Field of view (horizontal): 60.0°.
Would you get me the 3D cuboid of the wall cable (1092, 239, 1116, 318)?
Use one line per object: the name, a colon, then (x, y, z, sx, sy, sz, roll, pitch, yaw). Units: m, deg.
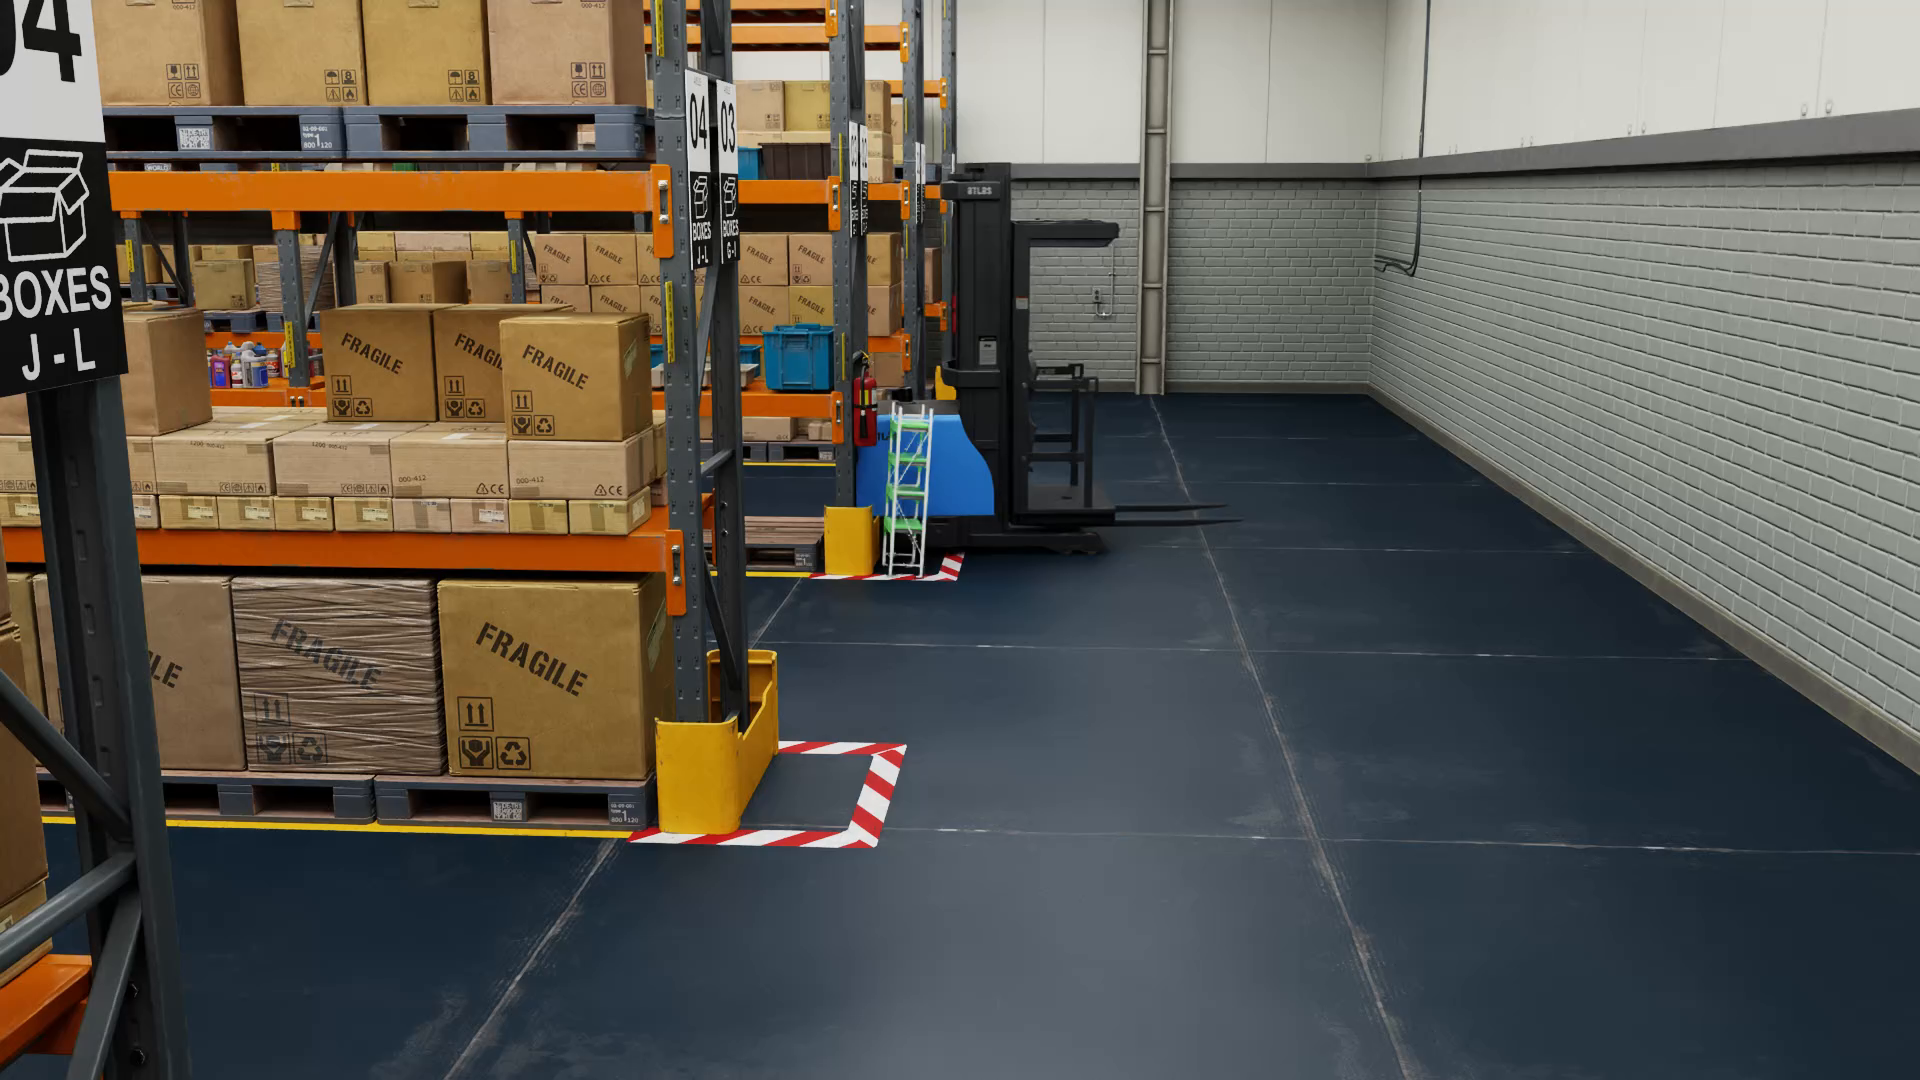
wall cable: (1.203, -4.025, 22.701, 1.851, 1.984, 0.084, 1, 12, 4)

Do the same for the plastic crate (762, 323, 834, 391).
plastic crate: (-1.146, -1.341, 12.120, 0.499, 0.435, 0.616, 1, 12, 4)

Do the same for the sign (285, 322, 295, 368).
sign: (-4.829, -1.406, 11.986, 0.005, 0.325, 0.100, 1, 12, 4)

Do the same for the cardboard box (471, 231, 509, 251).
cardboard box: (-6.139, -3.955, 21.997, 0.500, 0.250, 0.500, 1, 12, 3)

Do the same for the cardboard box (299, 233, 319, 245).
cardboard box: (-8.788, -4.043, 22.367, 0.250, 0.149, 0.380, -1, 12, -6)

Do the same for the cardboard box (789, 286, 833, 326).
cardboard box: (-1.448, -2.346, 16.911, 0.500, 0.500, 0.500, 1, 12, 4)

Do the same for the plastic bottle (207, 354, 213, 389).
plastic bottle: (-5.570, -1.266, 12.298, 0.135, 0.276, 0.152, 1, 12, 4)

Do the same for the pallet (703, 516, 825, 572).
pallet: (-1.620, 0.018, 12.667, 1.213, 0.211, 1.003, 1, 12, 4)

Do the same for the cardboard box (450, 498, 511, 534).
cardboard box: (-2.019, -0.138, 7.213, 0.250, 0.149, 0.380, 1, 12, 4)

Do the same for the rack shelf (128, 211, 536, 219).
rack shelf: (-6.451, -3.538, 17.286, 4.000, 0.370, 1.077, 1, 12, 4)

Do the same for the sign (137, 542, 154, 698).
sign: (-1.527, 0.161, 3.057, 0.005, 0.325, 0.100, 1, 12, 4)

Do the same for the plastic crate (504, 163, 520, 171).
plastic crate: (-3.496, -2.782, 12.560, 0.466, 0.136, 0.293, 1, 12, 4)

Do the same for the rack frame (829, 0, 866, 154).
rack frame: (-0.799, -4.264, 11.676, 0.127, 3.000, 1.000, 1, 12, 4)

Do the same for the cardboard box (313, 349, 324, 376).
cardboard box: (-8.841, -2.452, 22.696, 0.500, 0.500, 0.700, 1, 12, 5)

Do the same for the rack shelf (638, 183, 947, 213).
rack shelf: (-2.133, -4.495, 21.863, 4.000, 0.370, 1.077, 1, 12, 4)

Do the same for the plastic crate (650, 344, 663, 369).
plastic crate: (-2.337, -1.364, 12.725, 0.300, 0.233, 0.416, 1, 12, 4)

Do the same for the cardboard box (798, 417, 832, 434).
cardboard box: (-1.487, -1.281, 17.709, 0.500, 0.250, 0.500, 1, 12, 4)

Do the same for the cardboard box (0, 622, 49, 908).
cardboard box: (-1.992, 0.439, 2.874, 0.500, 0.500, 0.500, 1, 12, 6)

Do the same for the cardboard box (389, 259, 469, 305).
cardboard box: (-5.604, -2.698, 17.568, 0.500, 0.500, 0.700, 3, 12, 13)

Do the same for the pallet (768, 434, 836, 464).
pallet: (-1.336, -0.986, 17.469, 1.213, 0.211, 1.003, 1, 12, 4)

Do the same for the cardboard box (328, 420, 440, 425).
cardboard box: (-2.611, -0.463, 7.797, 0.500, 0.250, 0.500, 0, 12, 2)

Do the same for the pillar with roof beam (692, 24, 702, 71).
pillar with roof beam: (-3.660, -5.631, 18.207, 0.400, 9.000, 9.100, 1, 12, 4)

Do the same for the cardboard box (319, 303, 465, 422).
cardboard box: (-2.607, -0.830, 7.717, 0.500, 0.500, 0.500, 0, 12, 2)

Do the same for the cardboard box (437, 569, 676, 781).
cardboard box: (-1.774, 0.526, 7.591, 0.875, 0.875, 0.875, 1, 12, 4)

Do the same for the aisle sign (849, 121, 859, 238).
aisle sign: (-0.747, -2.539, 11.733, 0.004, 0.787, 0.394, 1, 12, 4)

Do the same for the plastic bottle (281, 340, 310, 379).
plastic bottle: (-5.160, -1.430, 12.899, 0.185, 0.351, 0.144, 1, 12, 4)

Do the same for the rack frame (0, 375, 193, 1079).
rack frame: (-1.563, 0.696, 2.615, 0.127, 3.000, 1.000, 1, 12, 4)

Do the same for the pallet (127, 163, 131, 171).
pallet: (-6.711, -2.764, 12.291, 1.213, 0.211, 1.003, 1, 12, 4)

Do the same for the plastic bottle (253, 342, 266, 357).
plastic bottle: (-5.474, -1.413, 13.010, 0.097, 0.271, 0.097, 0, 12, 0)

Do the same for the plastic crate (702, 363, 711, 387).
plastic crate: (-1.913, -1.209, 12.220, 0.243, 0.136, 0.396, 1, 12, 4)

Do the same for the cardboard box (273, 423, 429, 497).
cardboard box: (-2.646, -0.355, 7.277, 0.500, 0.250, 0.500, 0, 12, 2)

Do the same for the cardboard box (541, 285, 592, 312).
cardboard box: (-3.965, -2.381, 17.079, 0.500, 0.500, 0.500, 1, 12, 5)

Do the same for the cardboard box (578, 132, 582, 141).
cardboard box: (-3.987, -3.977, 16.771, 0.500, 0.250, 0.500, 1, 12, 4)

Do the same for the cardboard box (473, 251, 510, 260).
cardboard box: (-6.115, -3.585, 22.061, 0.500, 0.500, 0.500, 1, 12, 5)

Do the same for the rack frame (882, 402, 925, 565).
rack frame: (-0.416, -0.405, 12.229, 0.240, 1.200, 0.015, 3, 8, -9)

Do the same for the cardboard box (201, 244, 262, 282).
cardboard box: (-9.834, -3.742, 22.514, 0.500, 0.500, 0.700, 1, 12, 4)

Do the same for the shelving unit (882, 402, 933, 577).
shelving unit: (-0.382, -0.368, 11.990, 0.258, 1.200, 0.503, 3, 8, -9)

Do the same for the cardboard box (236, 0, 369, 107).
cardboard box: (-2.725, -2.113, 7.205, 0.500, 0.500, 0.700, 0, 12, 0)

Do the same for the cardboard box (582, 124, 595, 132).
cardboard box: (-3.479, -4.366, 16.803, 0.500, 0.500, 0.700, 1, 12, 4)

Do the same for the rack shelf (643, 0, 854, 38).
rack shelf: (-2.795, -3.744, 11.921, 4.000, 0.370, 1.077, 1, 12, 4)

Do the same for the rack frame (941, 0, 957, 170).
rack frame: (-0.137, -6.288, 21.351, 0.127, 3.000, 1.000, 1, 12, 4)

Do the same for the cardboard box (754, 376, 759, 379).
cardboard box: (-2.888, -2.350, 22.255, 0.500, 0.500, 0.700, 1, 12, 3)

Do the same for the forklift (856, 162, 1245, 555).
forklift: (0.693, -1.429, 12.940, 3.031, 2.935, 1.130, 0, 12, -2)

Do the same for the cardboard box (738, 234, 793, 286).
cardboard box: (-1.949, -2.841, 16.837, 0.500, 0.500, 0.500, 1, 12, 5)

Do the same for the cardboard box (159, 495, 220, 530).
cardboard box: (-3.293, -0.155, 7.295, 0.250, 0.149, 0.380, 0, 12, 2)

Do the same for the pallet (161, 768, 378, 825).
pallet: (-3.147, 1.037, 7.797, 1.213, 0.211, 1.003, 1, 12, 4)

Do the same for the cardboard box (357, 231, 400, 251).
cardboard box: (-7.655, -3.973, 22.086, 0.500, 0.250, 0.500, 1, 12, 5)

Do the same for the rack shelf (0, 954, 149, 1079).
rack shelf: (-3.558, 1.021, 2.820, 4.000, 0.370, 1.077, 1, 12, 4)

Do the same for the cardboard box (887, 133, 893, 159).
cardboard box: (-0.960, -4.039, 17.072, 0.500, 0.250, 0.500, 1, 12, 4)
